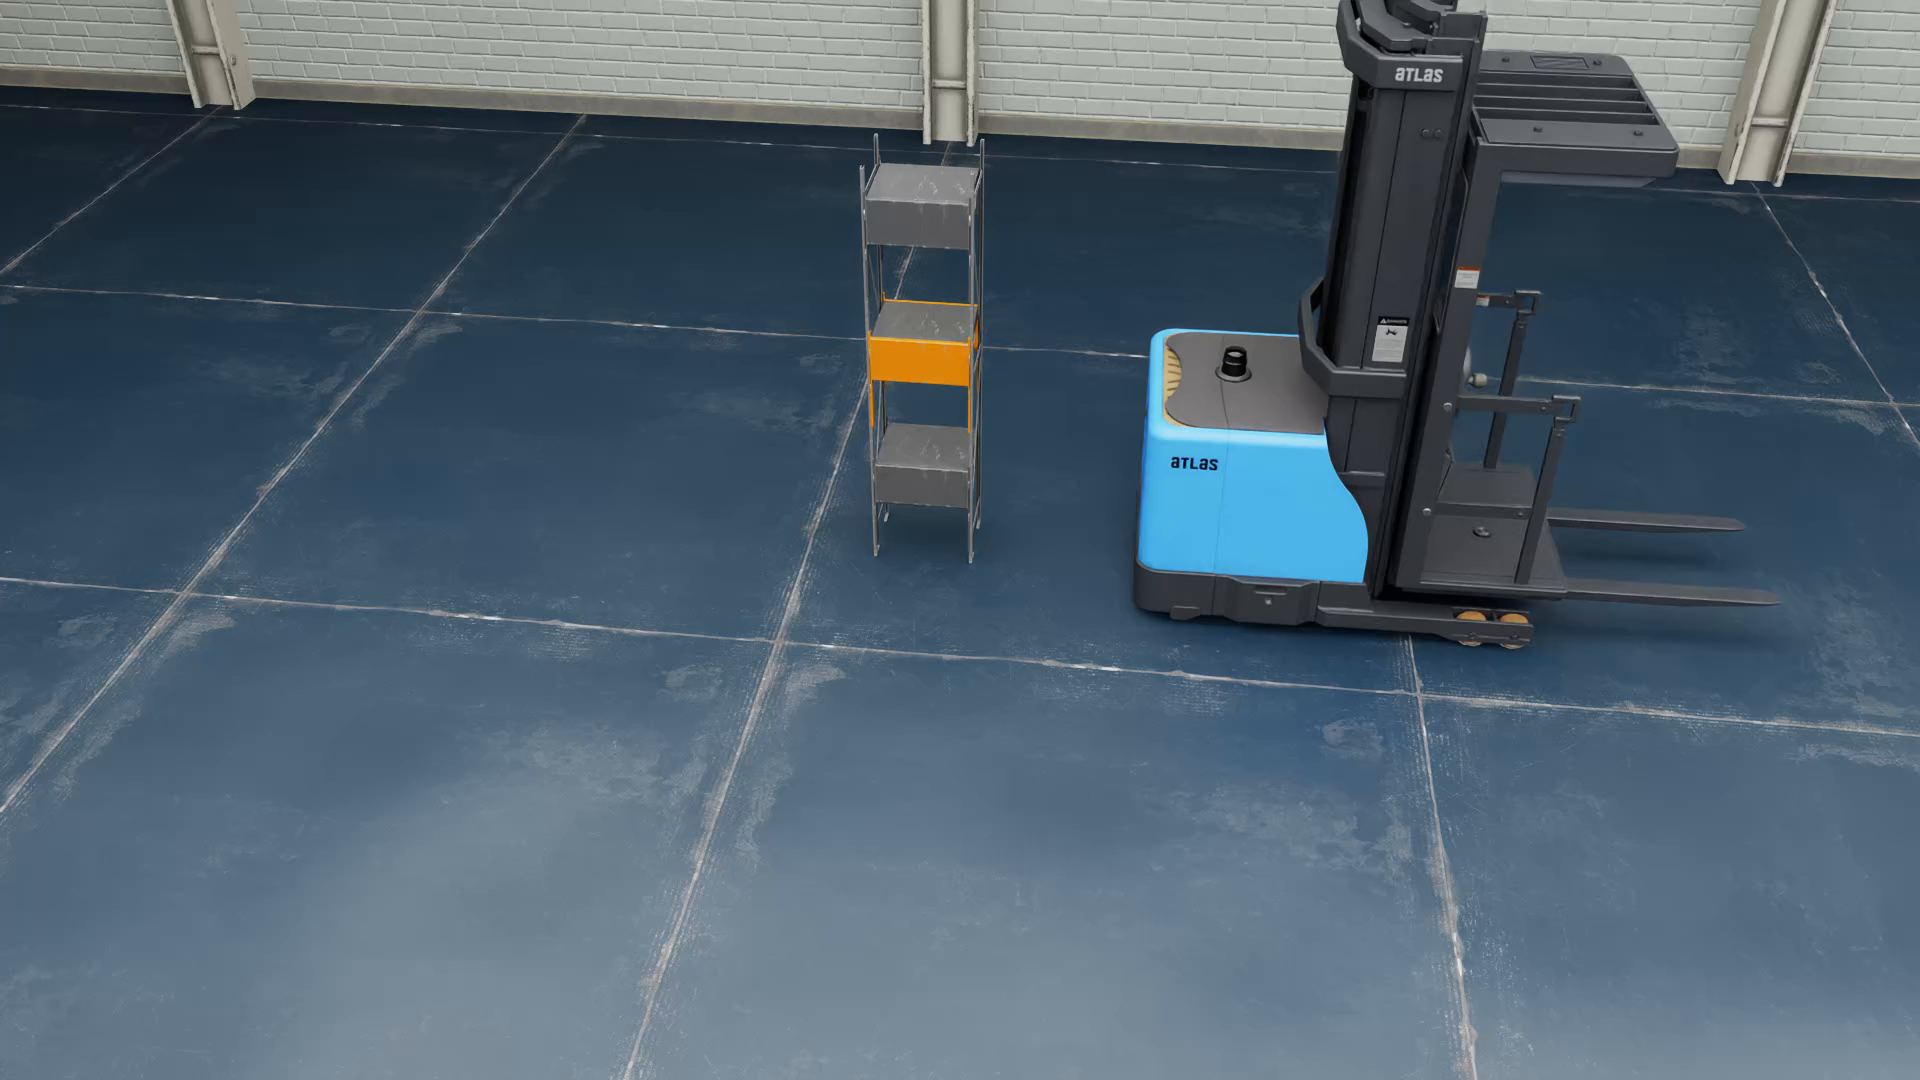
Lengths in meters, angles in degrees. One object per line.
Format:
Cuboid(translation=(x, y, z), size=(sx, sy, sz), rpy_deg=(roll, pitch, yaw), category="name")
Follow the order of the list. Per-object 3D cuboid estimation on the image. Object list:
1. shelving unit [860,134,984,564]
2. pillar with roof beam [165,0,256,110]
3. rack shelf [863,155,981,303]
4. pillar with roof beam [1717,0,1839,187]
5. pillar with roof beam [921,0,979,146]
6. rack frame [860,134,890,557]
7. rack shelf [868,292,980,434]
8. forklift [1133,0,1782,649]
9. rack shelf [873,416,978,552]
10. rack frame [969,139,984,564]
Cuboid(translation=(-0.164, -0.867, 8.014), size=(0.503, 2.100, 0.431), rpy_deg=(4, 36, 6), category="shelving unit")
Cuboid(translation=(-6.570, -4.779, 7.557), size=(0.400, 9.000, 9.100), rpy_deg=(4, 36, 6), category="pillar with roof beam")
Cuboid(translation=(-0.164, -1.426, 7.616), size=(0.480, 0.518, 0.431), rpy_deg=(4, 36, 6), category="rack shelf")
Cuboid(translation=(5.332, -3.891, 6.313), size=(0.400, 9.000, 9.100), rpy_deg=(4, 36, 6), category="pillar with roof beam")
Cuboid(translation=(-0.619, -4.335, 6.935), size=(0.400, 9.000, 9.100), rpy_deg=(4, 36, 6), category="pillar with roof beam")
Cuboid(translation=(-0.406, -0.885, 8.040), size=(0.015, 2.100, 0.400), rpy_deg=(4, 36, 6), category="rack frame")
Cuboid(translation=(-0.164, -0.856, 8.022), size=(0.480, 0.518, 0.431), rpy_deg=(4, 36, 6), category="rack shelf")
Cuboid(translation=(2.392, -1.005, 7.492), size=(3.031, 2.935, 1.130), rpy_deg=(4, 36, 5), category="forklift")
Cuboid(translation=(-0.164, -0.286, 8.429), size=(0.480, 0.518, 0.431), rpy_deg=(4, 36, 6), category="rack shelf")
Cuboid(translation=(0.078, -0.849, 7.989), size=(0.015, 2.100, 0.400), rpy_deg=(4, 36, 6), category="rack frame")
